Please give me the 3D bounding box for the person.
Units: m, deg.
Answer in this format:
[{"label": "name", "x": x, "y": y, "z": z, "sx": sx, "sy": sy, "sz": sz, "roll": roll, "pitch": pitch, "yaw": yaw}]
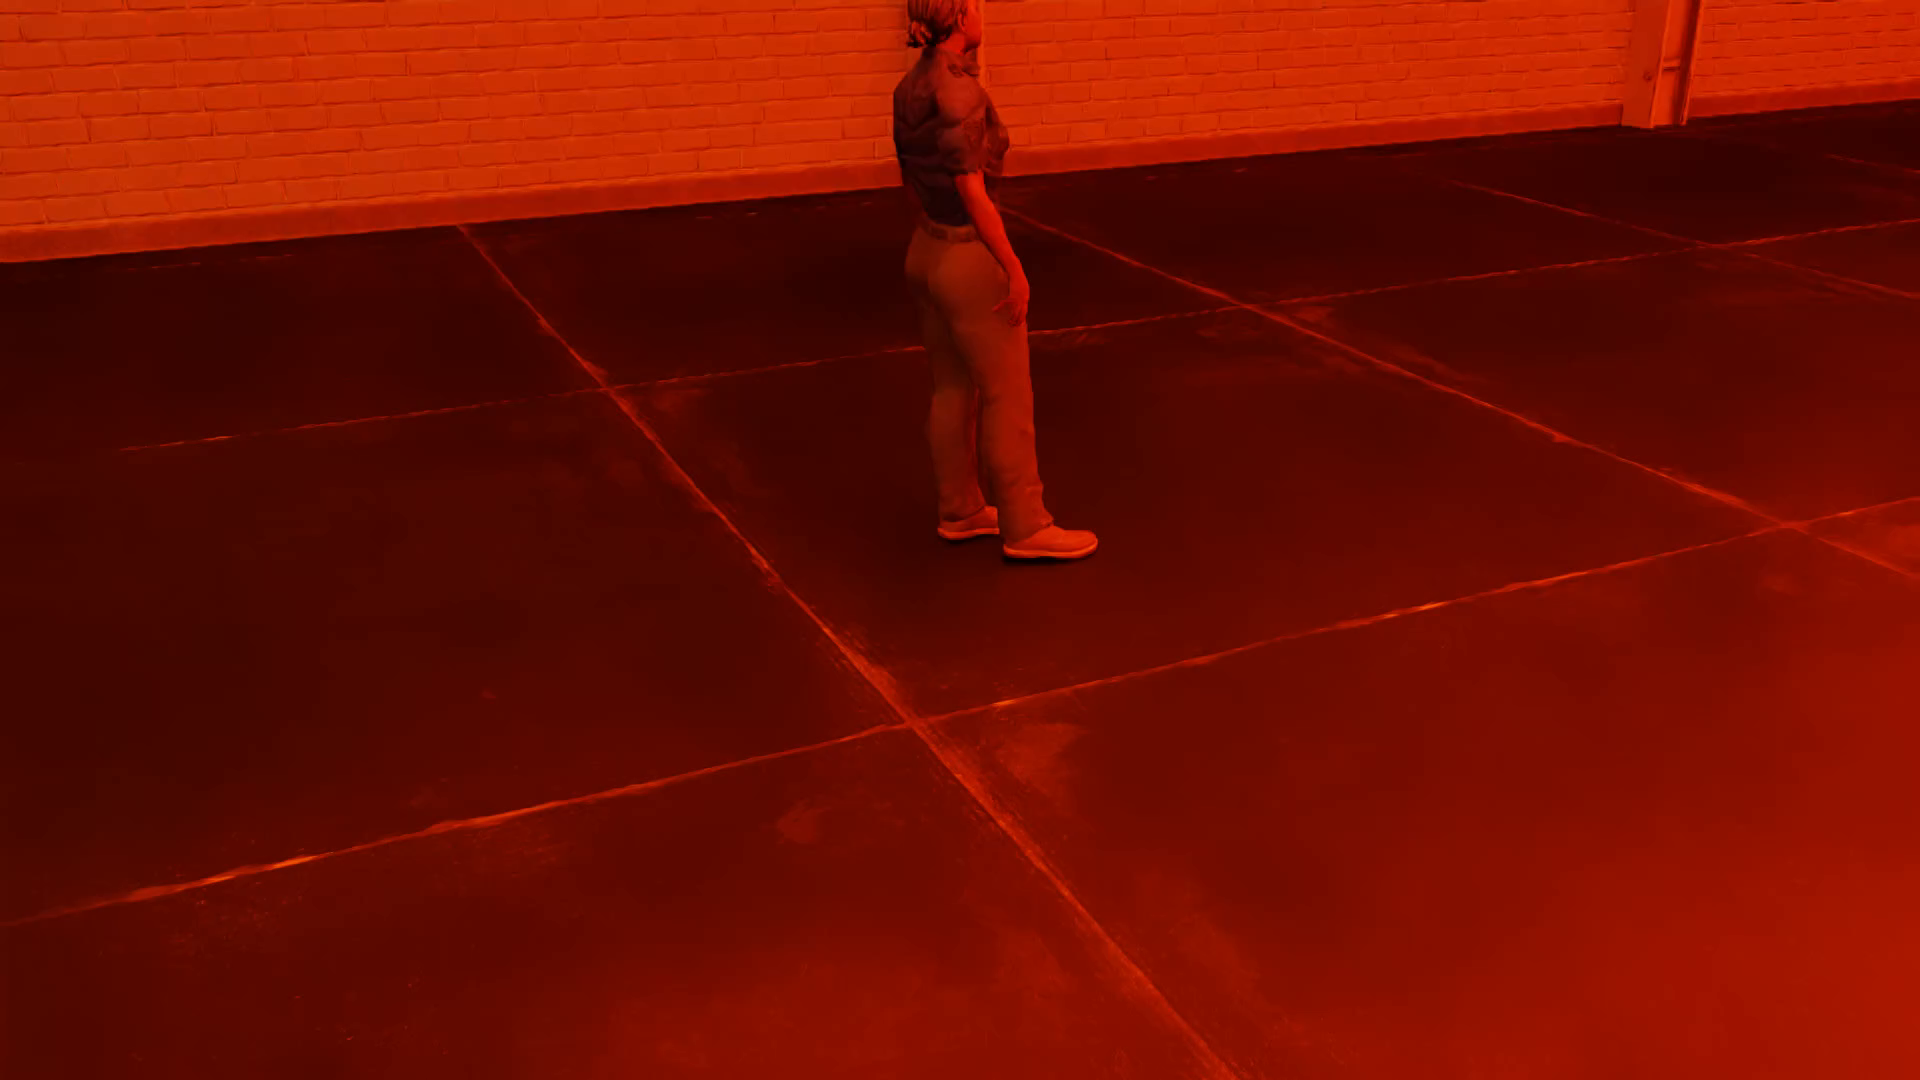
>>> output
[{"label": "person", "x": 0.088, "y": -0.778, "z": 4.805, "sx": 0.503, "sy": 1.654, "sz": 0.570, "roll": -10, "pitch": 25, "yaw": -23}]
